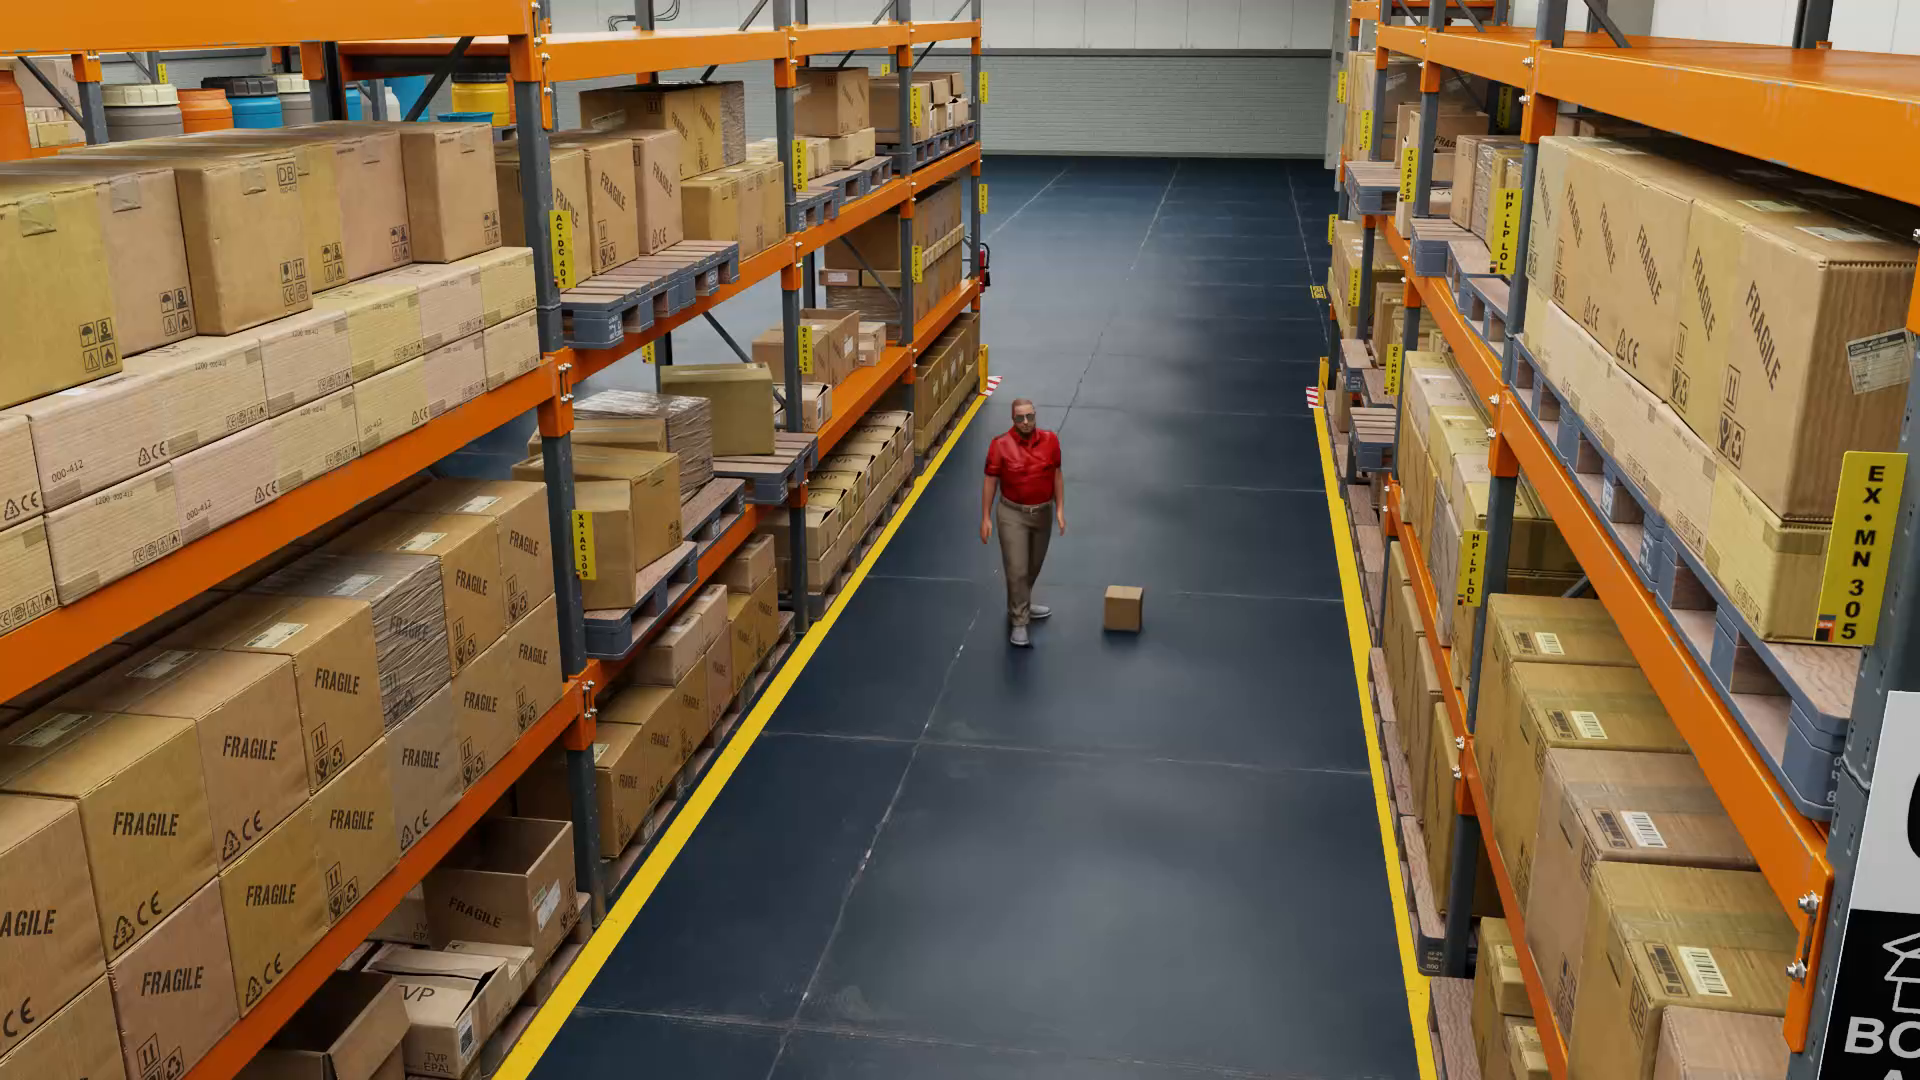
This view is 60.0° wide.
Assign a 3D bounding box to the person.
[{"bbox_3d":[0.434,-0.169,11.619,0.622,1.716,0.611,-8,19,-24],"label":"person"}]
